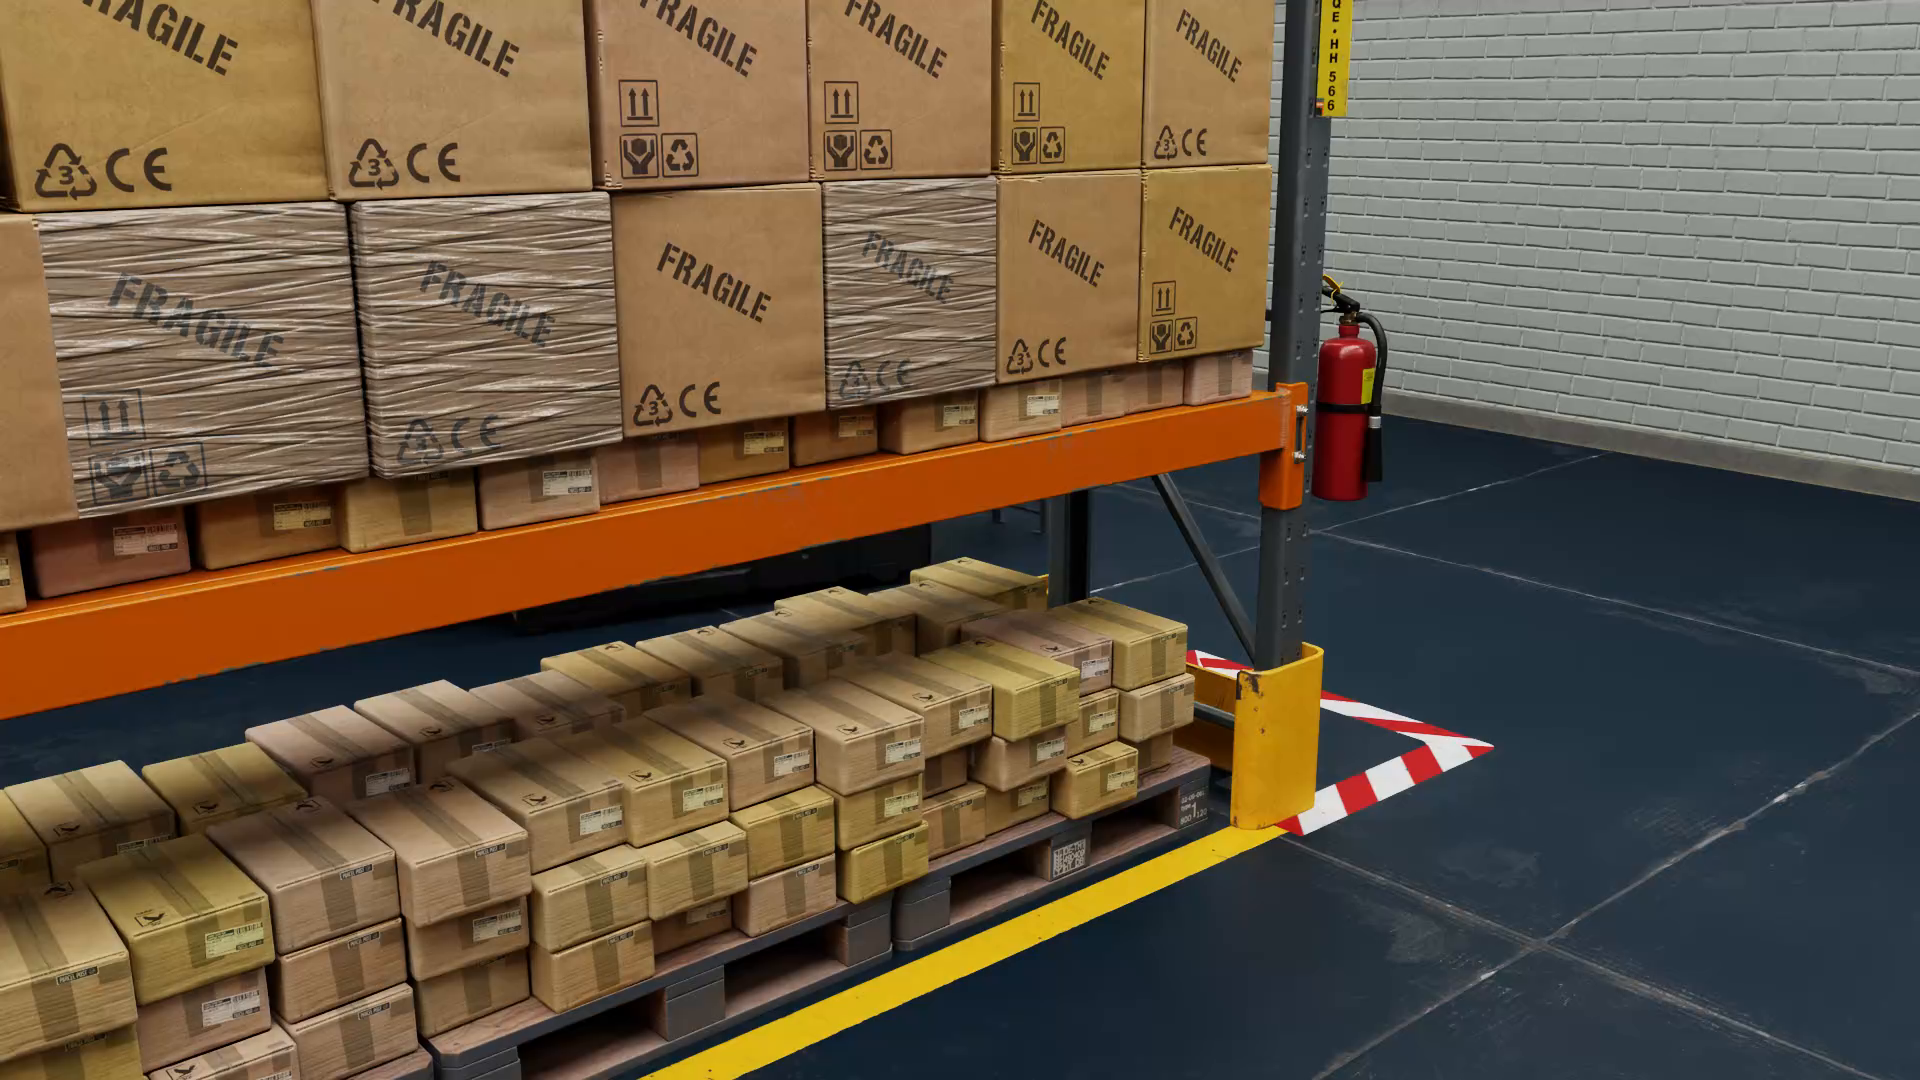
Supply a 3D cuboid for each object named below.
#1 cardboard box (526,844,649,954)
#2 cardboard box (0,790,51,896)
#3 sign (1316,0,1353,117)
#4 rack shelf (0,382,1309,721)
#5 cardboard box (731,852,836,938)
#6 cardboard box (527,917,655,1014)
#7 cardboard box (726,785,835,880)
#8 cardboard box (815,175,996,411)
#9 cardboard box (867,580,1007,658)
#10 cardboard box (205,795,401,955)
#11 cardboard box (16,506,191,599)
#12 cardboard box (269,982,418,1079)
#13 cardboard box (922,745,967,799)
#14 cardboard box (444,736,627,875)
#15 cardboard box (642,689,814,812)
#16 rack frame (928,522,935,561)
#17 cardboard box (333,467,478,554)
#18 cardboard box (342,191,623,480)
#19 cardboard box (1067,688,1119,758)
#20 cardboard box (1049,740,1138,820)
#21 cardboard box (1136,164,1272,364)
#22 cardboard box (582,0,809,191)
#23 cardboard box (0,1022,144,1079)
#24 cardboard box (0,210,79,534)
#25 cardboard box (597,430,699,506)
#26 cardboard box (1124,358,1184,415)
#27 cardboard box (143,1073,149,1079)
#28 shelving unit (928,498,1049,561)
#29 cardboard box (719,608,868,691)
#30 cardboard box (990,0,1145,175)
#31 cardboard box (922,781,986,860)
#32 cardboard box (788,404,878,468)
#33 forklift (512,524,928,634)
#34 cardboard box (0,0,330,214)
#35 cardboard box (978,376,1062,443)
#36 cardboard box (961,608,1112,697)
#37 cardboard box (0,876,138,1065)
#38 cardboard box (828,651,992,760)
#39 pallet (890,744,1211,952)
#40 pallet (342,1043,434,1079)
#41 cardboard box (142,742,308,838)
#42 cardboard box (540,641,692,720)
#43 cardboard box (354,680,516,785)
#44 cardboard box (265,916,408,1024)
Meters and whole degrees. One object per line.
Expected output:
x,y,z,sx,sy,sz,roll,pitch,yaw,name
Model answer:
-0.906,0.756,3.741,0.250,0.149,0.380,-13,20,-40,cardboard box
-2.078,0.676,3.465,0.250,0.149,0.380,-12,19,-39,cardboard box
1.025,-1.327,4.551,0.005,0.325,0.100,-13,19,-39,sign
-0.833,-0.040,3.983,4.000,0.370,1.077,-13,19,-39,rack shelf
-0.516,0.811,4.112,0.250,0.149,0.380,-12,19,-38,cardboard box
-0.904,0.898,3.785,0.250,0.149,0.380,-13,20,-41,cardboard box
-0.514,0.667,4.073,0.250,0.149,0.380,-11,19,-37,cardboard box
-0.263,-0.619,3.983,0.500,0.500,0.500,-13,19,-39,cardboard box
-0.072,0.253,5.048,0.250,0.149,0.380,-12,19,-38,cardboard box
-1.359,0.684,3.436,0.250,0.149,0.380,-13,20,-41,cardboard box
-1.601,-0.026,3.021,0.250,0.149,0.380,-14,20,-42,cardboard box
-1.344,0.976,3.494,0.250,0.149,0.380,-13,20,-40,cardboard box
-0.196,0.563,4.465,0.250,0.149,0.380,-13,20,-40,cardboard box
-0.962,0.594,3.771,0.250,0.149,0.380,-14,20,-42,cardboard box
-0.571,0.510,4.085,0.250,0.149,0.380,-14,20,-41,cardboard box
-0.256,-0.665,7.833,0.023,1.500,0.400,-12,19,-38,rack frame
-1.159,-0.101,3.301,0.250,0.149,0.380,-12,19,-38,cardboard box
-1.031,-0.440,3.313,0.500,0.500,0.500,-13,20,-41,cardboard box
0.232,0.483,4.765,0.250,0.149,0.380,-13,20,-41,cardboard box
0.288,0.641,4.749,0.250,0.149,0.380,-12,19,-38,cardboard box
0.506,-0.793,4.635,0.500,0.500,0.500,-12,19,-38,cardboard box
-0.672,-1.010,3.511,0.500,0.500,0.500,-14,20,-41,cardboard box
-1.726,0.922,3.120,0.250,0.149,0.380,-12,19,-39,cardboard box
-1.803,-0.276,2.701,0.500,0.500,0.500,-13,20,-40,cardboard box
-0.780,-0.199,3.670,0.250,0.149,0.380,-12,19,-37,cardboard box
0.403,-0.460,4.648,0.250,0.149,0.380,-13,20,-39,cardboard box
-1.656,1.081,3.101,0.250,0.149,0.380,-12,19,-38,cardboard box
0.025,-0.725,8.060,0.755,1.500,0.431,-12,19,-38,shelving unit
-0.479,0.329,4.764,0.250,0.149,0.380,-14,20,-42,cardboard box
0.111,-1.190,4.185,0.500,0.500,0.500,-14,20,-41,cardboard box
-0.146,0.713,4.479,0.250,0.149,0.380,-12,19,-39,cardboard box
-0.414,-0.294,4.025,0.250,0.149,0.380,-14,20,-42,cardboard box
-1.705,-1.187,7.014,3.031,2.935,1.130,-7,16,-24,forklift
-1.461,-0.844,2.890,0.500,0.500,0.500,-13,20,-41,cardboard box
0.046,-0.367,4.299,0.250,0.149,0.380,-12,19,-38,cardboard box
0.215,0.331,4.758,0.250,0.149,0.380,-12,19,-38,cardboard box
-1.699,0.785,3.058,0.250,0.149,0.380,-11,19,-37,cardboard box
-0.134,0.431,4.383,0.250,0.149,0.380,-14,20,-42,cardboard box
-0.018,0.764,4.981,1.213,0.211,1.003,-13,19,-39,pallet
-1.858,1.177,3.433,1.213,0.211,1.003,-13,19,-39,pallet
-1.648,0.604,3.736,0.250,0.149,0.380,-12,19,-38,cardboard box
-0.923,0.410,4.462,0.250,0.149,0.380,-12,19,-39,cardboard box
-1.309,0.492,4.155,0.250,0.149,0.380,-14,20,-41,cardboard box
-1.361,0.829,3.470,0.250,0.149,0.380,-14,20,-42,cardboard box
